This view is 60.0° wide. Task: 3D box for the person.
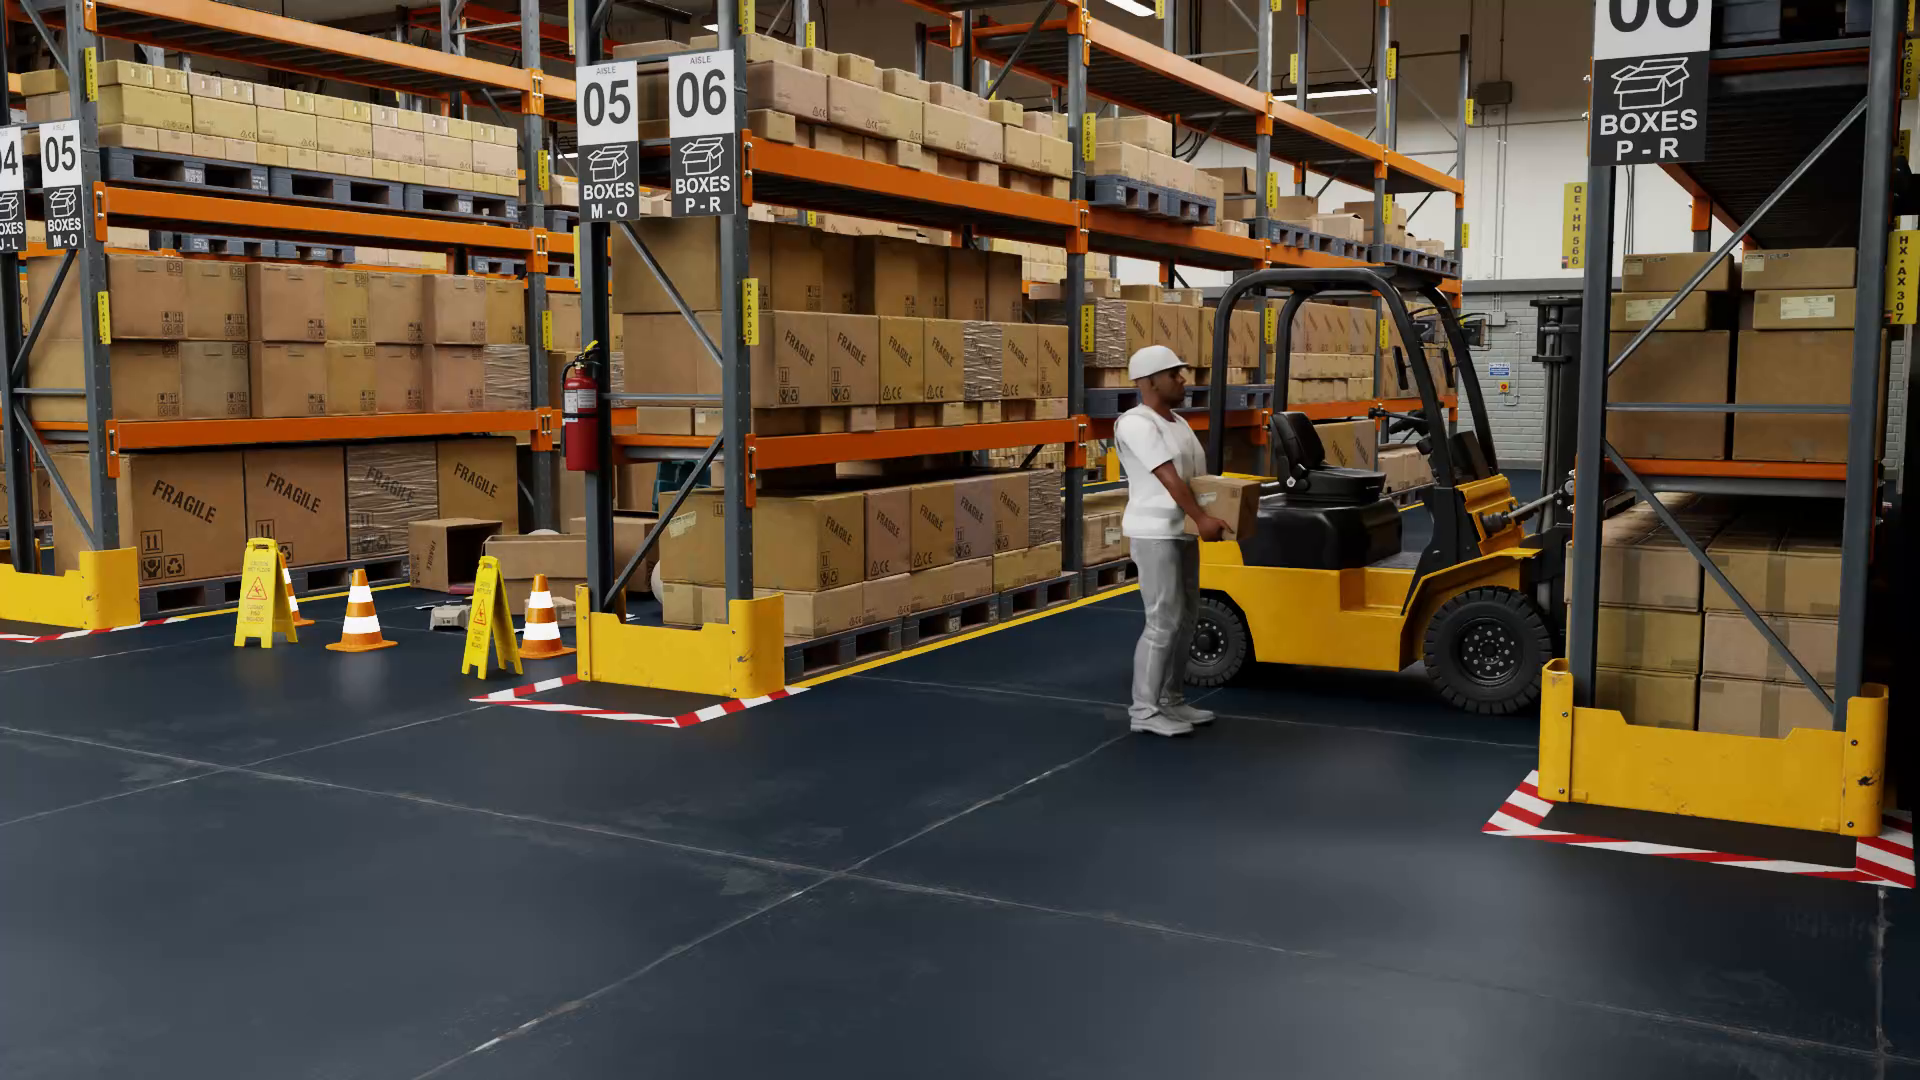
[{"bbox_3d":[1.024,-0.004,7.597,0.577,1.761,0.502,3,7,29],"label":"person"}]
